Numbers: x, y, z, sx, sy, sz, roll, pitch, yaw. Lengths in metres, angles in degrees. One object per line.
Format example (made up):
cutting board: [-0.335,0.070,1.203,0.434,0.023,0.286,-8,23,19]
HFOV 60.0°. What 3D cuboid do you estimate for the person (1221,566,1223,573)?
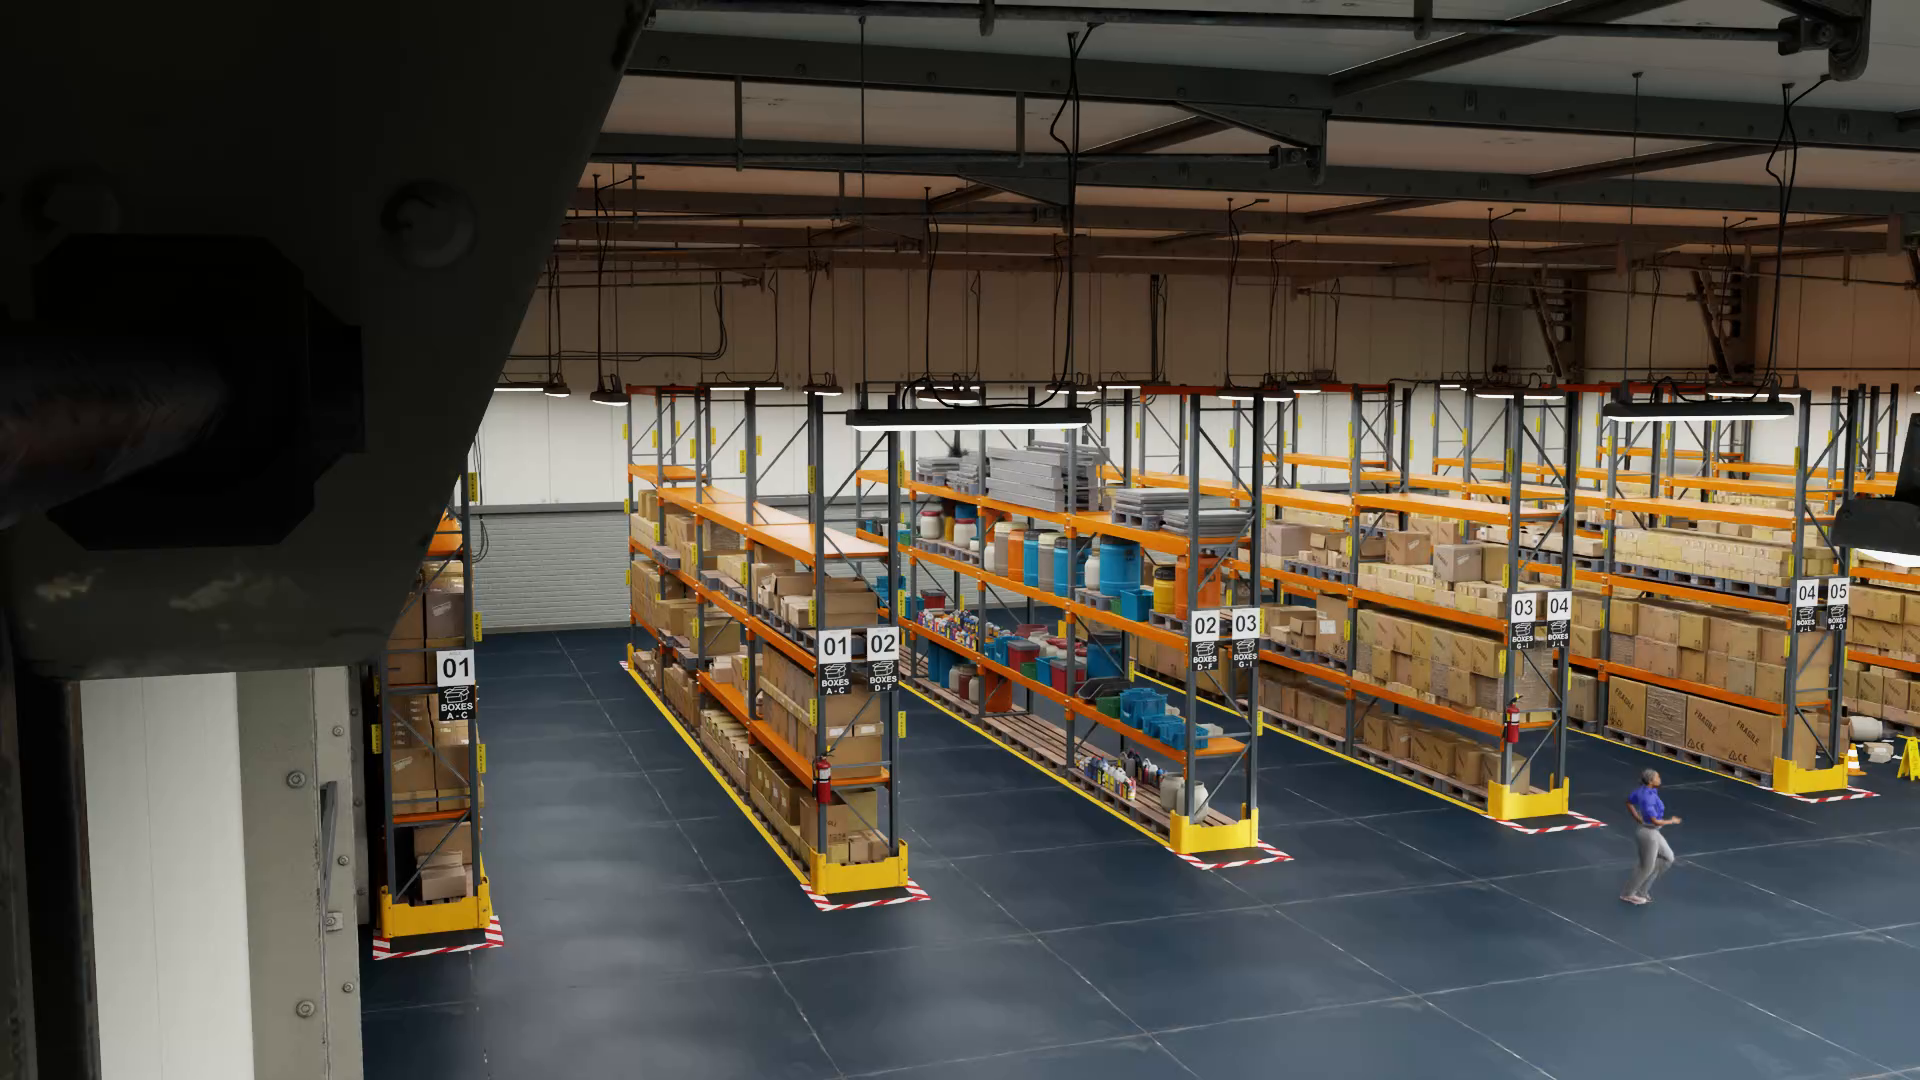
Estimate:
person: [6.001,1.454,39.079,0.770,1.725,0.562,2,6,17]

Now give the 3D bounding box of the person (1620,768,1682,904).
person: [8.153,3.488,19.601,0.649,1.628,0.549,2,6,18]
